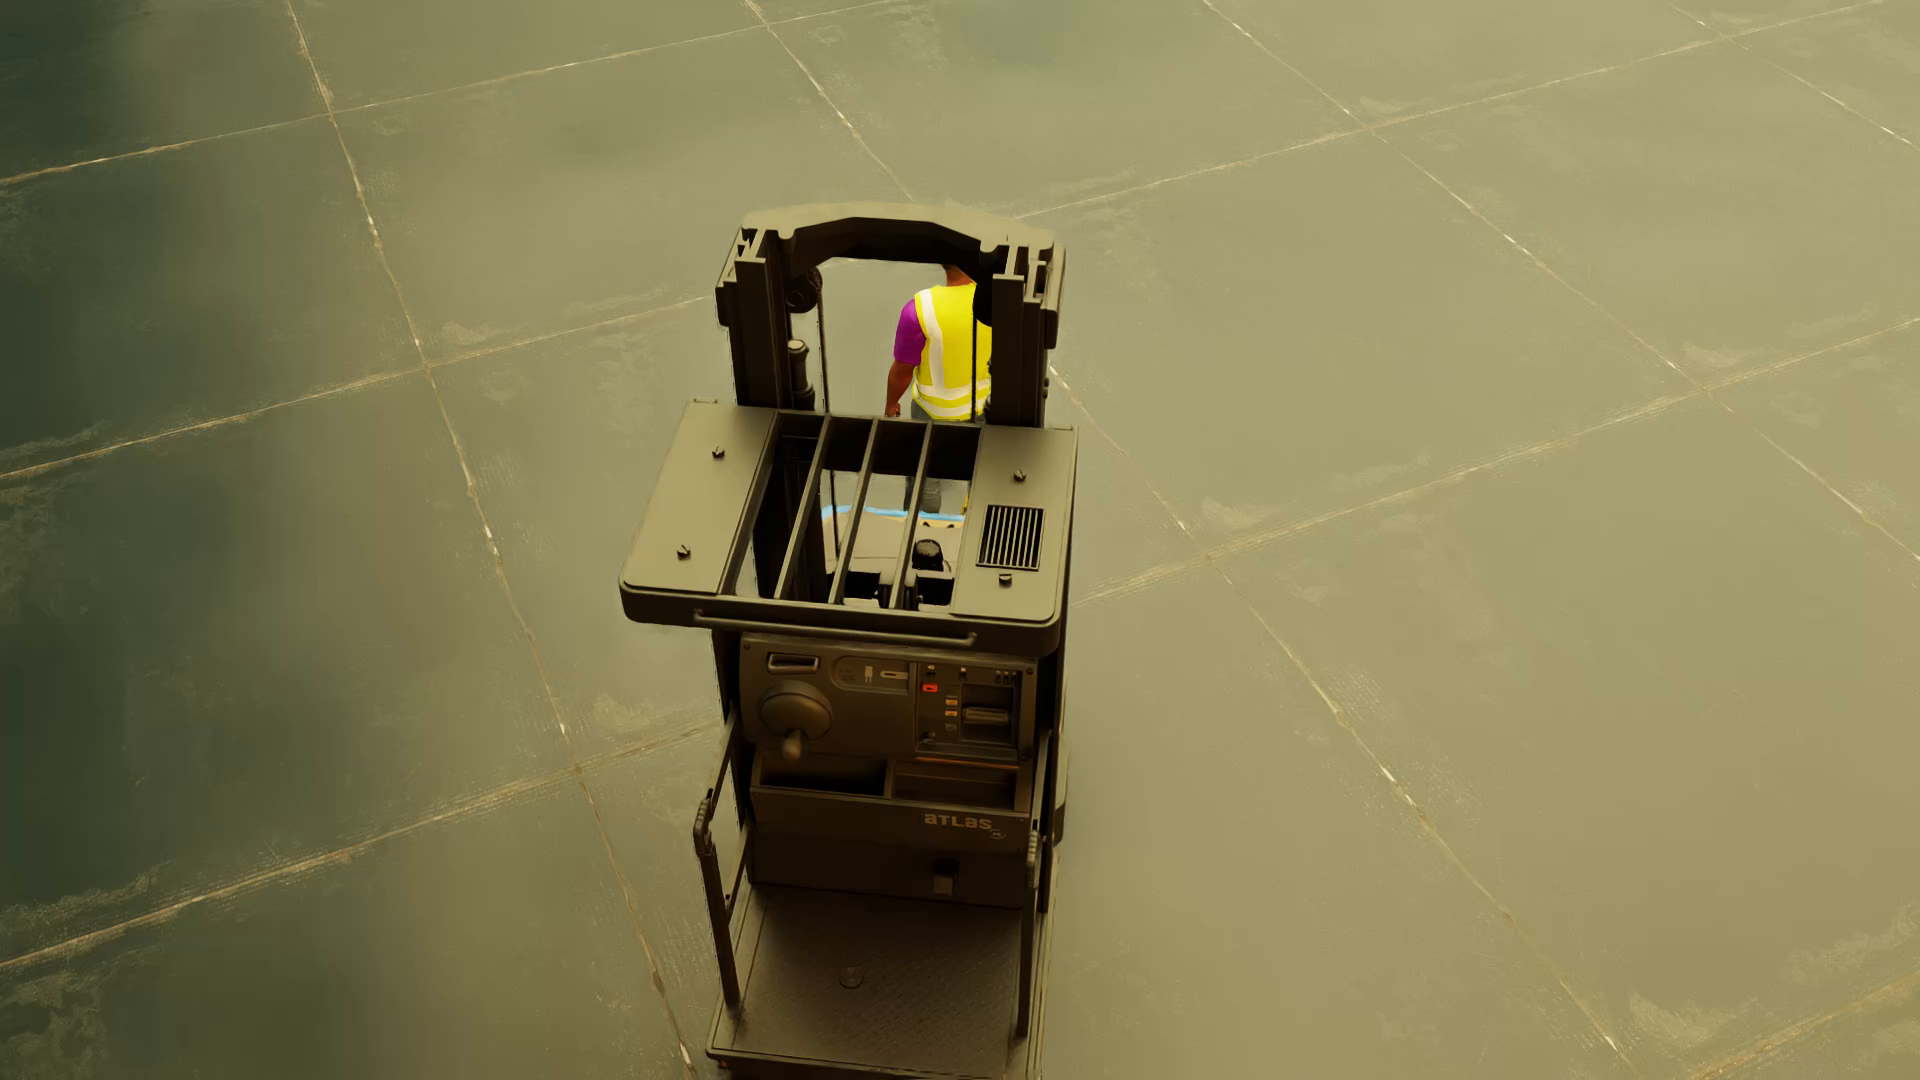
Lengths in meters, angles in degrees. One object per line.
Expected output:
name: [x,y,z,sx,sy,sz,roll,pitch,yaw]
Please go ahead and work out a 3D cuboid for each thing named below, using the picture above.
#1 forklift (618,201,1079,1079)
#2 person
forklift: [-0.250,0.604,5.033,1.130,2.935,3.031,5,43,5]
person: [-0.023,-0.640,7.220,0.686,1.769,0.426,-18,46,-18]
